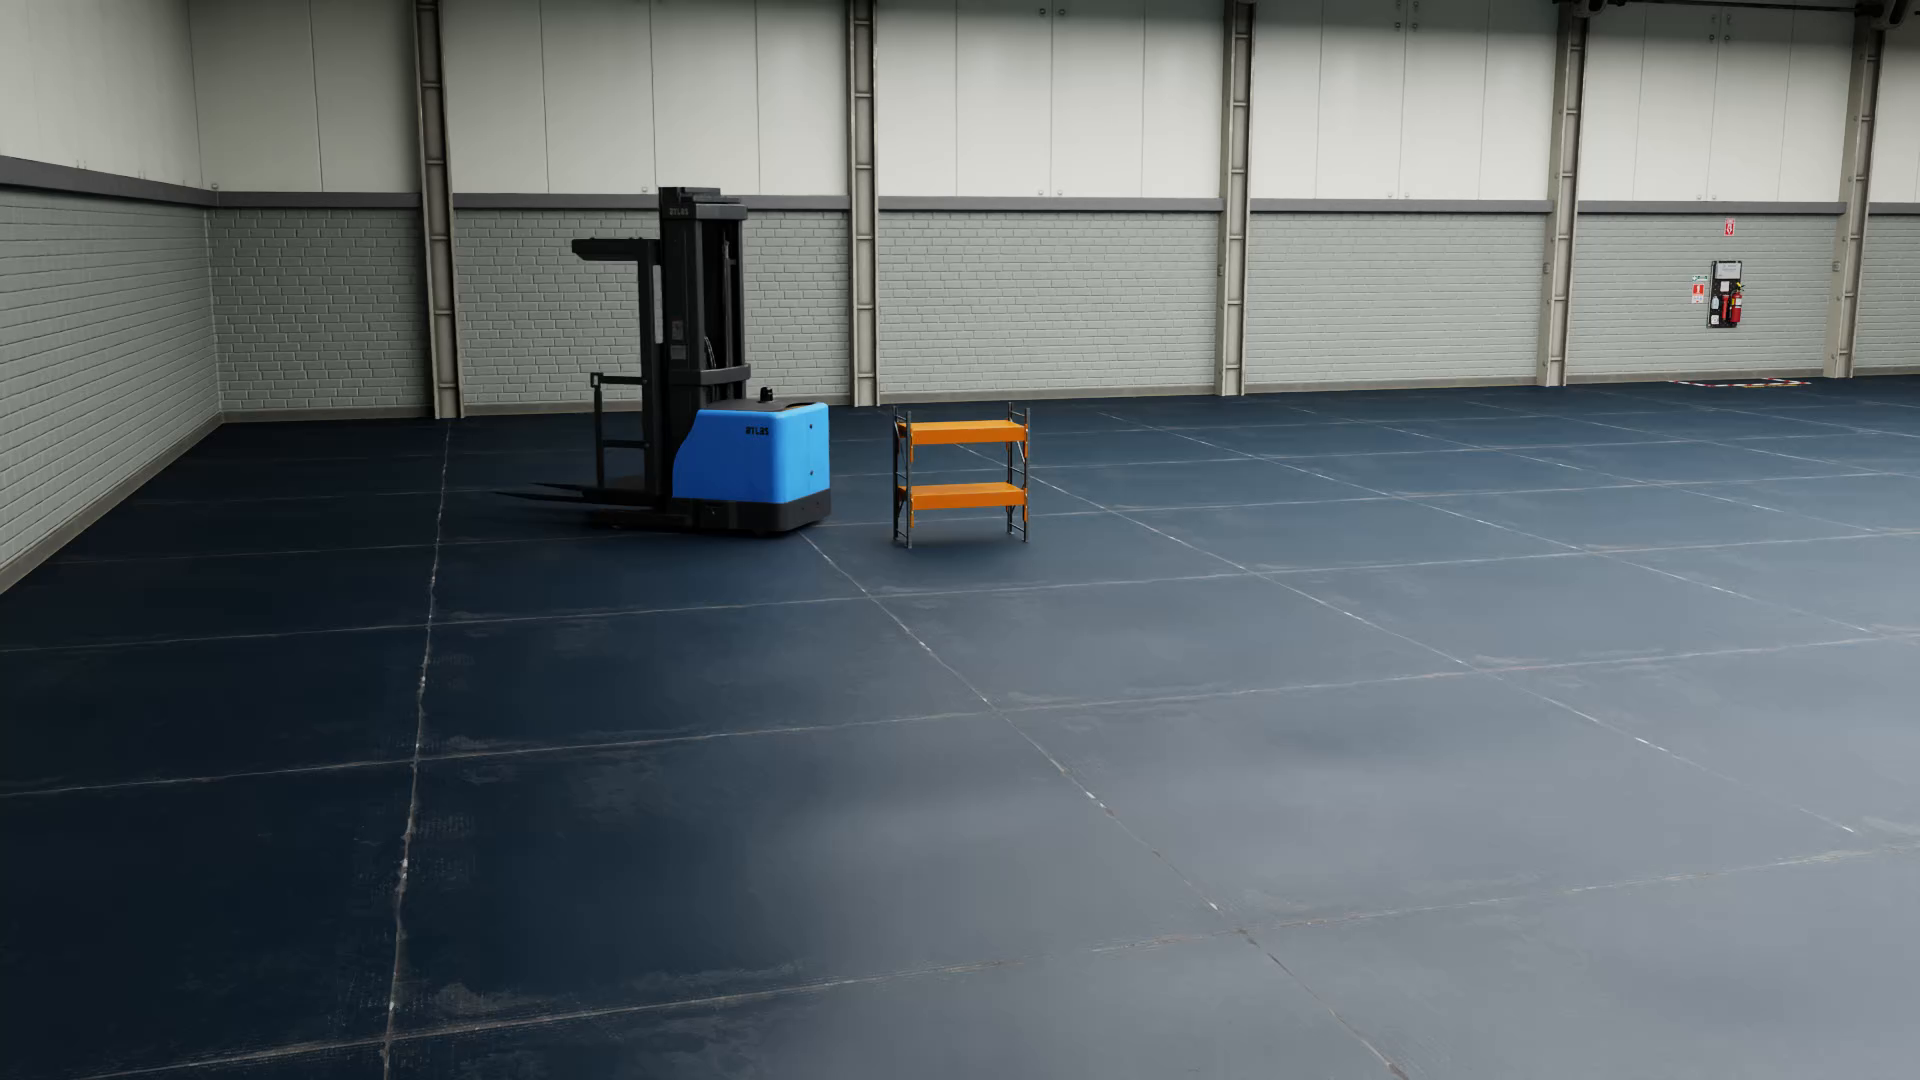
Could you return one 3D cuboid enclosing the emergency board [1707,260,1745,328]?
[{"bbox_3d":[13.465,-4.303,29.133,0.643,1.169,0.194,-3,11,-16],"label":"emergency board"}]

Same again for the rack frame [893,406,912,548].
[{"bbox_3d":[-0.482,-0.528,13.807,0.032,1.125,0.500,-3,11,-16],"label":"rack frame"}]

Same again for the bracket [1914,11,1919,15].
[{"bbox_3d":[18.820,-9.231,29.395,4.783,0.066,0.076,-3,11,-16],"label":"bracket"}]

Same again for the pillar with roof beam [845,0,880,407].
[{"bbox_3d":[-0.231,-5.712,20.221,0.400,9.000,9.100,-3,11,-16],"label":"pillar with roof beam"}]

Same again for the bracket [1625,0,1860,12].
[{"bbox_3d":[13.059,-8.928,27.745,4.783,0.066,0.076,-3,11,-16],"label":"bracket"}]

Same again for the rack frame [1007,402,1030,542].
[{"bbox_3d":[0.495,-0.579,14.086,0.032,1.125,0.500,-3,11,-16],"label":"rack frame"}]

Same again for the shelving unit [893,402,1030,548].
[{"bbox_3d":[0.006,-0.554,13.947,1.048,1.125,0.538,-3,11,-16],"label":"shelving unit"}]

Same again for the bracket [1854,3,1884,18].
[{"bbox_3d":[15.549,-9.059,28.458,0.430,0.232,0.235,-3,11,-16],"label":"bracket"}]

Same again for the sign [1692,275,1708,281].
[{"bbox_3d":[12.912,-4.569,29.020,0.331,0.109,0.001,-3,11,-16],"label":"sign"}]

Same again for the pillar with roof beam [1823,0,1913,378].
[{"bbox_3d":[17.052,-6.623,25.168,0.548,9.000,9.100,-3,11,-16],"label":"pillar with roof beam"}]

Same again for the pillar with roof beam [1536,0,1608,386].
[{"bbox_3d":[11.291,-6.319,23.519,0.548,9.000,9.100,-3,11,-16],"label":"pillar with roof beam"}]

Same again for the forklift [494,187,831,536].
[{"bbox_3d":[-2.725,-1.619,14.748,3.031,2.935,1.130,4,11,20],"label":"forklift"}]

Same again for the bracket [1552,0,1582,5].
[{"bbox_3d":[9.788,-8.755,26.809,0.430,0.232,0.235,-3,11,-16],"label":"bracket"}]

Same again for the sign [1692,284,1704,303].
[{"bbox_3d":[12.905,-4.310,29.076,0.234,0.329,0.001,-3,11,-16],"label":"sign"}]

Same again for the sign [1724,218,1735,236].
[{"bbox_3d":[13.429,-5.460,29.015,0.199,0.298,0.001,-3,11,-16],"label":"sign"}]

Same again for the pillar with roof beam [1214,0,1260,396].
[{"bbox_3d":[5.530,-6.016,21.870,0.548,9.000,9.100,-3,11,-16],"label":"pillar with roof beam"}]

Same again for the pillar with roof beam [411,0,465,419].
[{"bbox_3d":[-5.992,-5.409,18.571,0.400,9.000,9.100,-3,11,-16],"label":"pillar with roof beam"}]

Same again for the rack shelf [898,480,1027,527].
[{"bbox_3d":[0.006,-0.313,13.991,1.000,0.278,0.538,-3,11,-16],"label":"rack shelf"}]

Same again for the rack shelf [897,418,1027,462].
[{"bbox_3d":[0.006,-0.841,13.894,1.000,0.278,0.538,-3,11,-16],"label":"rack shelf"}]

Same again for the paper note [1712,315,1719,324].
[{"bbox_3d":[13.276,-3.872,29.230,0.142,0.148,0.016,-3,11,-16],"label":"paper note"}]

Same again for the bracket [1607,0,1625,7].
[{"bbox_3d":[10.585,-8.797,27.037,0.430,0.232,0.235,-3,11,-16],"label":"bracket"}]
